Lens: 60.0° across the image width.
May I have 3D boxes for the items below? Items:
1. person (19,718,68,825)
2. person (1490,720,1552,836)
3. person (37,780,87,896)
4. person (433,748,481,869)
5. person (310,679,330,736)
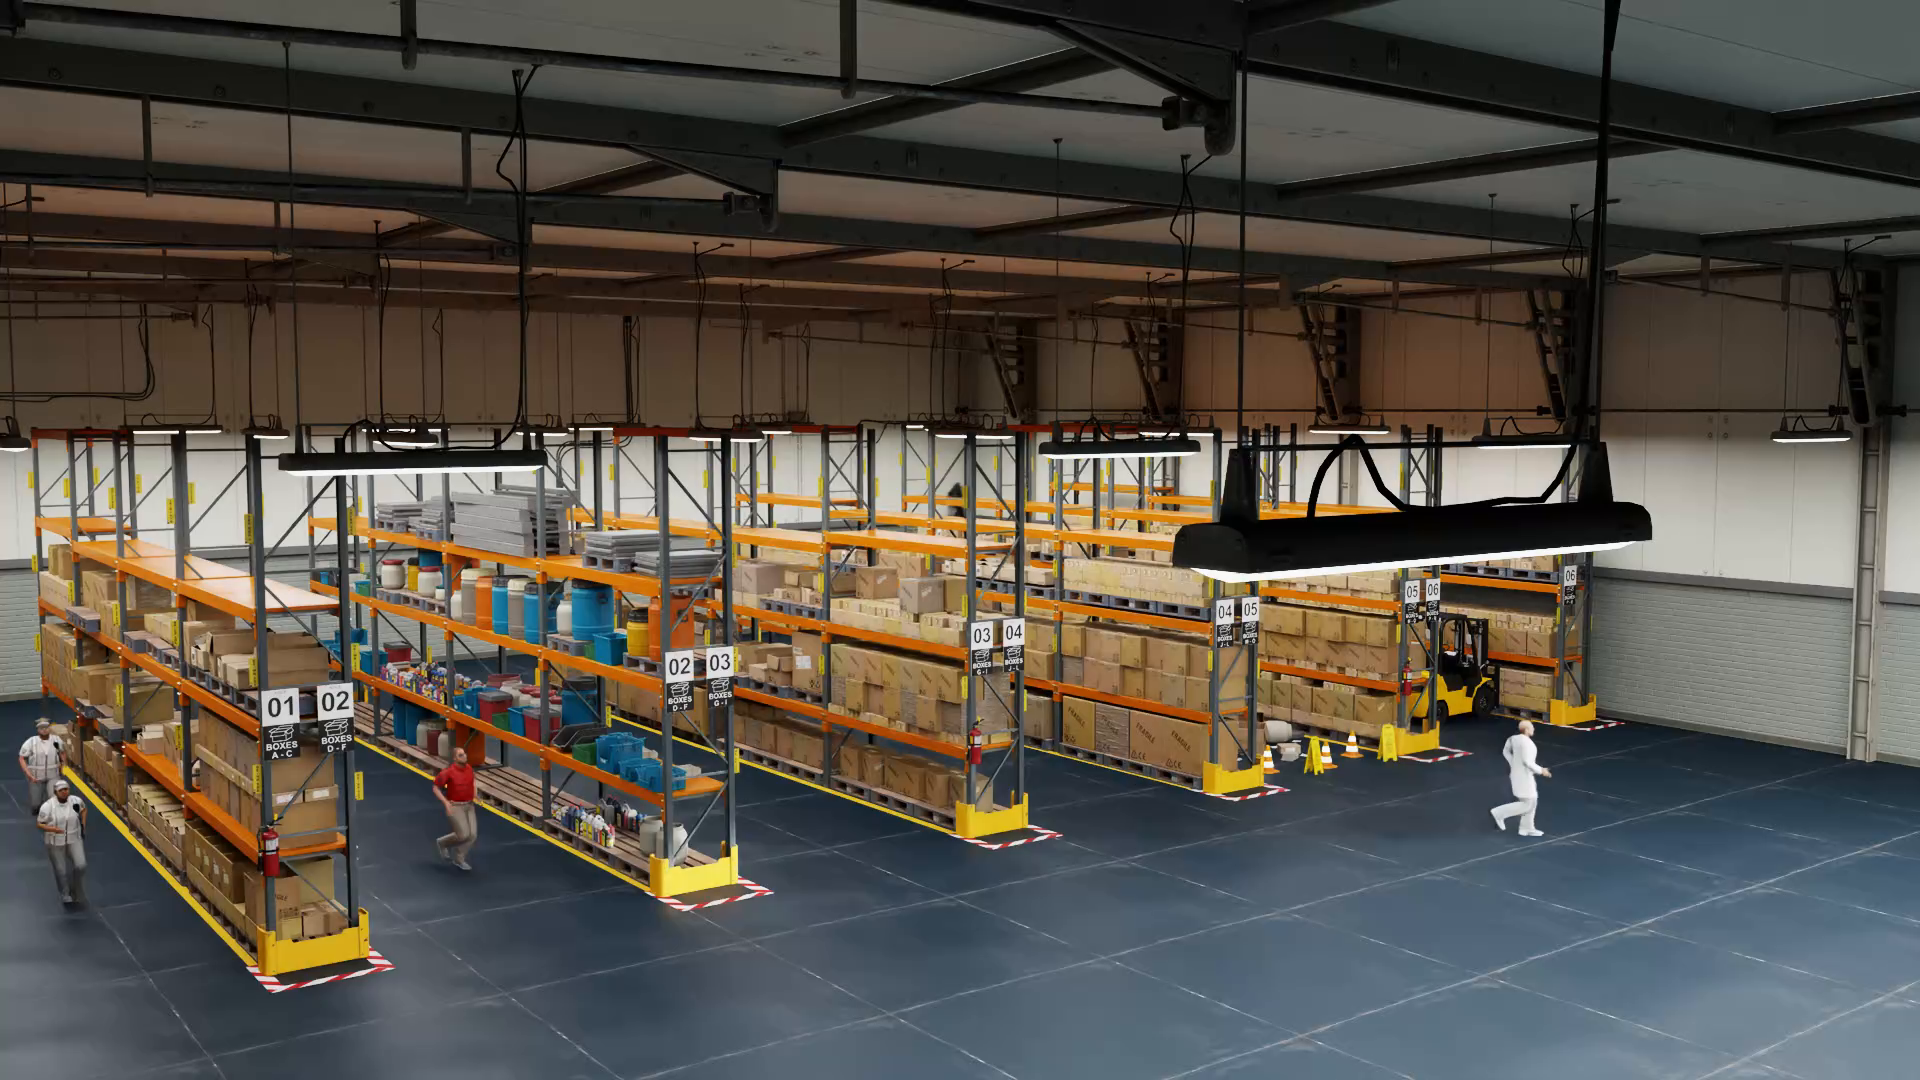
[{"bbox_3d":[-13.722,3.529,24.932,0.659,1.750,0.850,-3,5,-35],"label":"person"},{"bbox_3d":[8.251,3.532,24.634,0.844,1.740,0.699,0,4,-3],"label":"person"},{"bbox_3d":[-11.393,3.813,21.144,0.576,1.554,0.630,-3,6,-37],"label":"person"},{"bbox_3d":[-6.914,3.707,22.962,0.595,1.699,0.673,3,5,30],"label":"person"},{"bbox_3d":[-11.714,3.070,30.421,0.643,1.732,0.603,-4,6,-38],"label":"person"}]
